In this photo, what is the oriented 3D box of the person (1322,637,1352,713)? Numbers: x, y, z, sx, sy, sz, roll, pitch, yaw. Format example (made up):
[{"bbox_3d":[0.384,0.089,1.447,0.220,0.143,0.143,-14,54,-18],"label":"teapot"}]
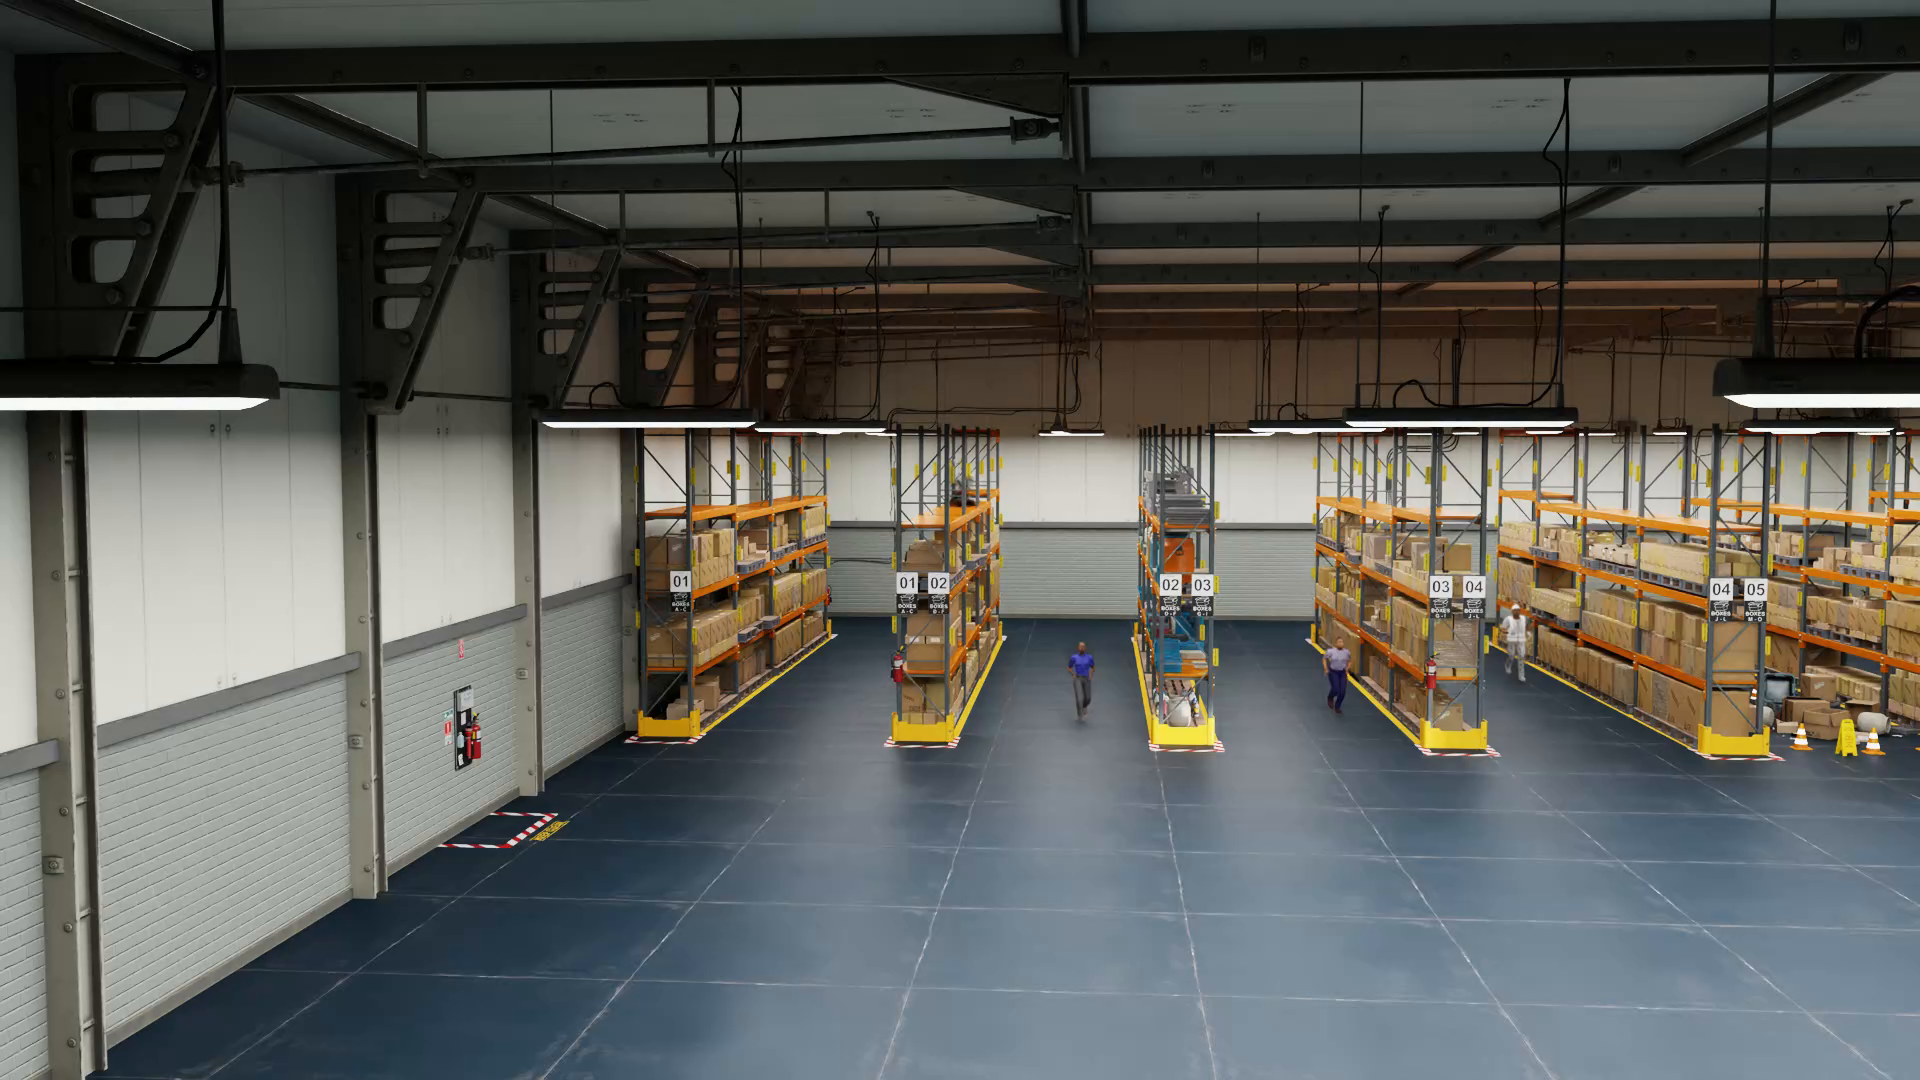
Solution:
[{"bbox_3d":[7.885,2.816,34.646,0.592,1.598,0.588,0,3,-1],"label":"person"}]

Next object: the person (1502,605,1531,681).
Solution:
[{"bbox_3d":[13.228,2.415,39.503,0.697,1.761,1.044,0,3,4],"label":"person"}]

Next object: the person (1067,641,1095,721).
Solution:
[{"bbox_3d":[2.468,2.862,33.786,0.574,1.602,0.546,0,3,-2],"label":"person"}]
